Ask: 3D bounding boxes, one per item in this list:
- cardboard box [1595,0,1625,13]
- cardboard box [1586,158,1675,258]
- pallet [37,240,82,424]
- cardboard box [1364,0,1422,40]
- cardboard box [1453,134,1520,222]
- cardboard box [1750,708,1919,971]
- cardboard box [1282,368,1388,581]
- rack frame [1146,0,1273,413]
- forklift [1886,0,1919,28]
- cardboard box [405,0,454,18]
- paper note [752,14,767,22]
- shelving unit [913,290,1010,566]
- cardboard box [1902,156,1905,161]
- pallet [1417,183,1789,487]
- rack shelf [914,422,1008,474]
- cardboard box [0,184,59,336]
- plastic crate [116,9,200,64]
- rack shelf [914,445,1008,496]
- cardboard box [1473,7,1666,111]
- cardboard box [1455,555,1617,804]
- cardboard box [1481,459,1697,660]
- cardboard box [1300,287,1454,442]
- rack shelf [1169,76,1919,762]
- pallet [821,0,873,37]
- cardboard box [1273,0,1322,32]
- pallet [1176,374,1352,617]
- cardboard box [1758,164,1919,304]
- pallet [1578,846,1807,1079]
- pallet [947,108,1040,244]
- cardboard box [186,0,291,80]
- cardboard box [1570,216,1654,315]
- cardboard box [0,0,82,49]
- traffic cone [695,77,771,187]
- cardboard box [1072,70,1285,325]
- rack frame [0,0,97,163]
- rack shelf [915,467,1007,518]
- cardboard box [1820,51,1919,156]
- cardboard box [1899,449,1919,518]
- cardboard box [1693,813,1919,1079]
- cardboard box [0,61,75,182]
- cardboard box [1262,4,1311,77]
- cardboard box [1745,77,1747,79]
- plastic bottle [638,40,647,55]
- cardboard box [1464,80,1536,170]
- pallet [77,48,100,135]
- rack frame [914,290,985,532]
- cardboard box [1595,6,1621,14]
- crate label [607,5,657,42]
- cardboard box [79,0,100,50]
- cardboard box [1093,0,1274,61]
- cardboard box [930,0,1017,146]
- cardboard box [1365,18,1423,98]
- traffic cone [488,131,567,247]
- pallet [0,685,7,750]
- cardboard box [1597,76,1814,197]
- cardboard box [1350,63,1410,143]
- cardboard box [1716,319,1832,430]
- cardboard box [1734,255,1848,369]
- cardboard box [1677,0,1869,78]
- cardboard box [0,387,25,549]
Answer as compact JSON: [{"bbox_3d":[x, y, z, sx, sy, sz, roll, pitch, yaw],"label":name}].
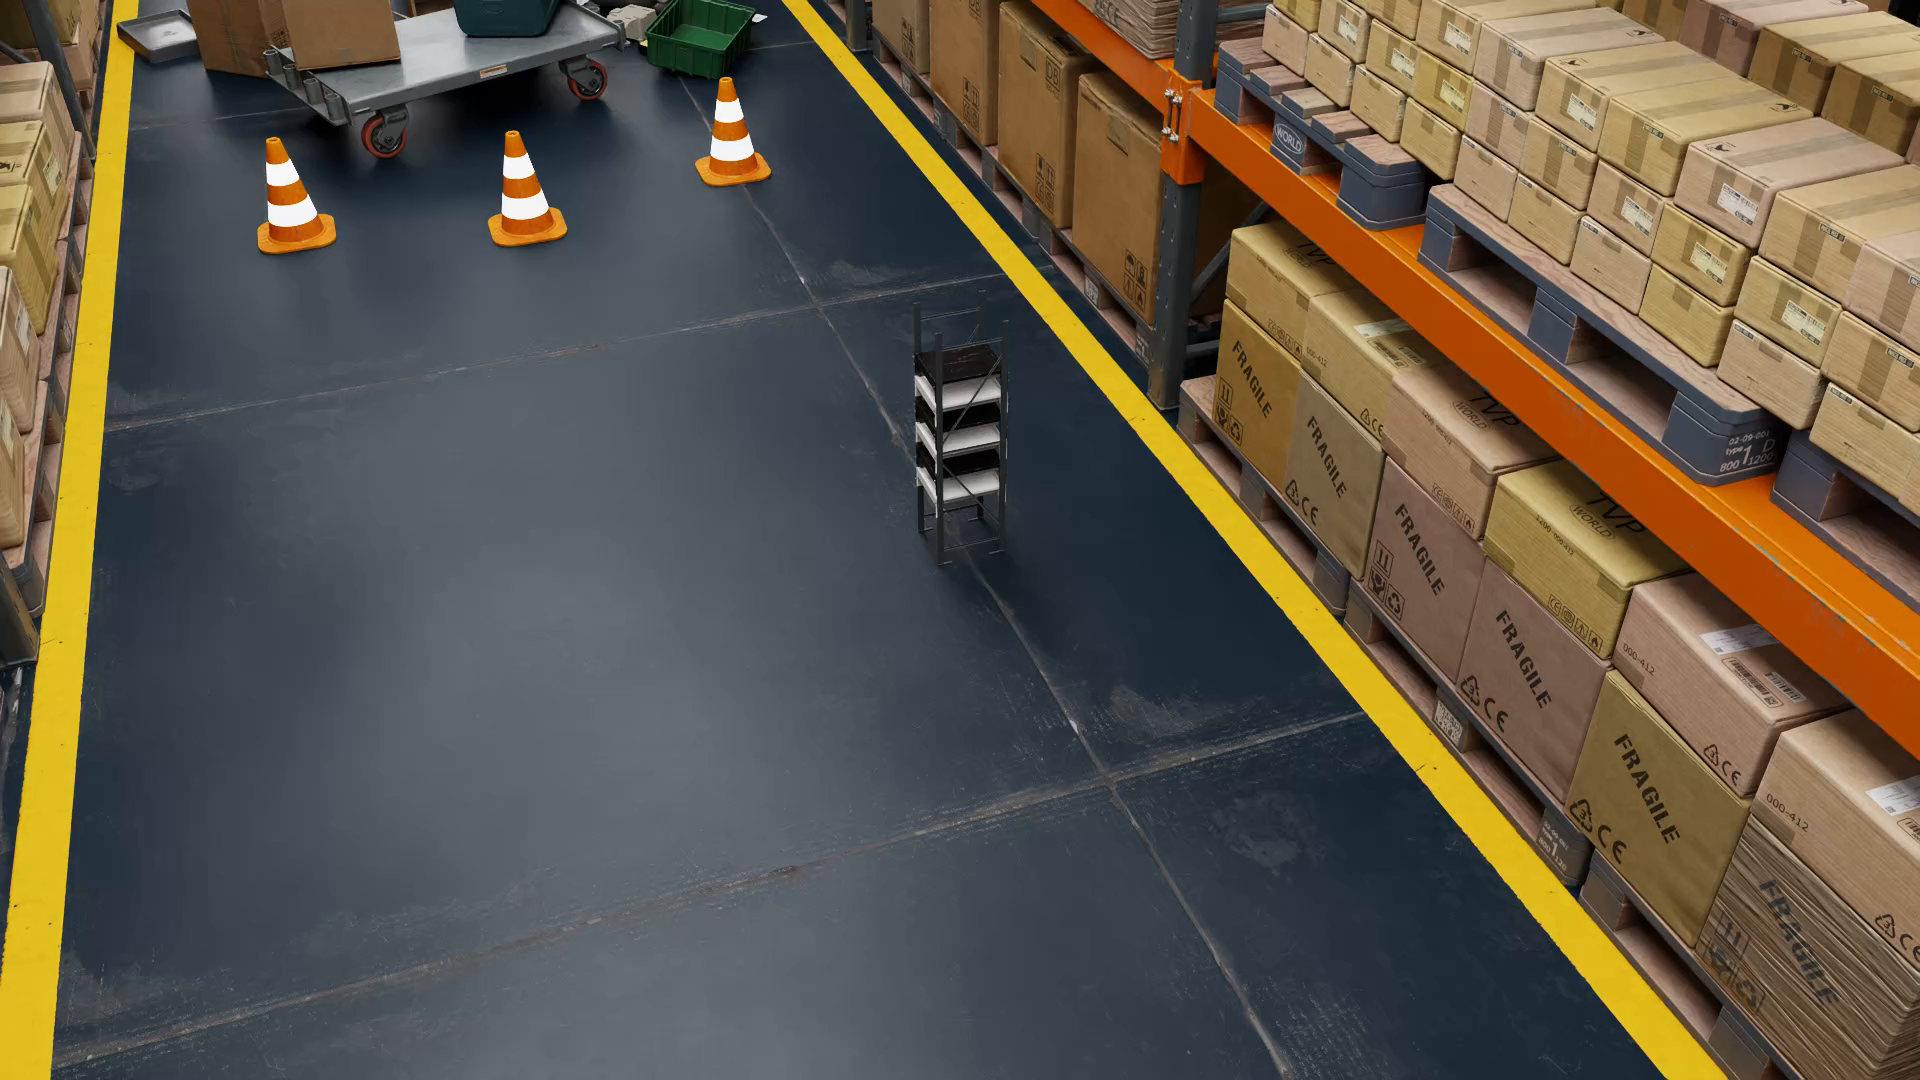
[{"bbox_3d":[1.993,-1.657,4.822,0.380,0.149,0.250,-11,38,-15],"label":"cardboard box"},{"bbox_3d":[1.738,-0.817,3.954,0.380,0.149,0.250,-11,38,-14],"label":"cardboard box"},{"bbox_3d":[-4.077,-0.759,6.582,1.003,0.211,1.213,-12,39,-16],"label":"pallet"},{"bbox_3d":[1.371,-1.538,4.664,0.380,0.149,0.250,-13,39,-16],"label":"cardboard box"},{"bbox_3d":[1.557,-0.991,4.433,0.380,0.149,0.250,-11,38,-14],"label":"cardboard box"},{"bbox_3d":[2.102,0.598,3.568,0.500,0.250,0.500,-13,39,-17],"label":"cardboard box"},{"bbox_3d":[1.399,-0.258,5.328,0.500,0.500,0.500,-12,39,-15],"label":"cardboard box"},{"bbox_3d":[1.219,-1.825,5.679,1.000,3.000,0.127,-12,39,-16],"label":"rack frame"},{"bbox_3d":[3.504,-1.576,5.406,1.130,2.935,3.031,9,38,11],"label":"forklift"},{"bbox_3d":[-2.836,-3.324,9.632,0.797,0.637,0.503,-12,39,-16],"label":"cardboard box"},{"bbox_3d":[-1.239,-3.091,9.827,0.142,0.020,0.147,19,41,23],"label":"paper note"},{"bbox_3d":[0.003,-0.355,5.473,0.258,0.900,0.210,-12,39,-16],"label":"shelving unit"},{"bbox_3d":[2.352,-0.952,4.133,0.380,0.149,0.250,-13,39,-17],"label":"cardboard box"},{"bbox_3d":[1.939,-0.638,4.264,1.003,0.211,1.213,-12,39,-16],"label":"pallet"},{"bbox_3d":[0.003,-0.328,5.493,0.258,0.077,0.200,-12,39,-16],"label":"rack shelf"},{"bbox_3d":[-4.096,-1.027,6.455,0.950,0.372,0.625,-11,38,-14],"label":"cardboard box"},{"bbox_3d":[-4.541,-2.893,9.524,0.402,0.080,0.583,-27,45,-31],"label":"plastic crate"},{"bbox_3d":[0.003,-0.256,5.547,0.258,0.077,0.200,-12,39,-16],"label":"rack shelf"},{"bbox_3d":[1.557,-1.235,4.262,0.380,0.149,0.250,-11,38,-14],"label":"cardboard box"},{"bbox_3d":[1.756,0.319,4.562,0.500,0.500,0.500,-13,39,-17],"label":"cardboard box"},{"bbox_3d":[1.742,0.009,4.350,0.500,0.250,0.500,-14,39,-18],"label":"cardboard box"},{"bbox_3d":[1.404,-0.567,5.115,0.500,0.250,0.500,-13,39,-16],"label":"cardboard box"},{"bbox_3d":[1.907,-0.407,4.396,1.077,0.370,4.000,-12,39,-16],"label":"rack shelf"},{"bbox_3d":[-0.346,-3.416,10.110,1.003,0.211,1.213,-12,39,-16],"label":"pallet"},{"bbox_3d":[1.197,-1.696,5.121,0.380,0.149,0.250,-11,38,-14],"label":"cardboard box"},{"bbox_3d":[1.487,-0.269,5.932,1.003,0.211,1.213,-12,39,-16],"label":"pallet"},{"bbox_3d":[1.922,-0.642,3.475,0.380,0.149,0.250,-14,39,-17],"label":"cardboard box"},{"bbox_3d":[2.326,1.109,4.102,1.003,0.211,1.213,-12,39,-16],"label":"pallet"},{"bbox_3d":[0.602,-1.860,8.044,1.003,0.211,1.213,-12,39,-16],"label":"pallet"},{"bbox_3d":[-3.861,-2.892,9.172,0.500,0.500,0.500,12,39,16],"label":"cardboard box"},{"bbox_3d":[1.730,-0.702,4.048,0.380,0.149,0.250,-14,39,-17],"label":"cardboard box"},{"bbox_3d":[-4.720,-2.760,8.235,0.500,0.500,0.500,-11,38,-14],"label":"cardboard box"},{"bbox_3d":[-1.114,-2.001,8.021,0.336,0.463,0.334,-12,39,-16],"label":"traffic cone"},{"bbox_3d":[1.094,-1.456,6.711,1.050,0.750,0.750,-13,39,-17],"label":"cardboard box"},{"bbox_3d":[-4.770,-3.002,7.243,1.000,3.000,0.127,-12,39,-16],"label":"rack frame"},{"bbox_3d":[0.003,-0.184,5.602,0.258,0.077,0.200,-12,39,-16],"label":"rack shelf"},{"bbox_3d":[2.350,-1.069,4.042,0.380,0.149,0.250,-11,38,-15],"label":"cardboard box"},{"bbox_3d":[2.099,-0.103,3.254,0.380,0.149,0.250,-13,39,-16],"label":"cardboard box"},{"bbox_3d":[2.104,0.900,3.791,0.500,0.500,0.500,-13,39,-17],"label":"cardboard box"},{"bbox_3d":[-4.588,-1.825,7.514,0.950,0.372,0.625,-12,39,-15],"label":"cardboard box"},{"bbox_3d":[1.184,-1.597,5.237,0.380,0.149,0.250,-13,39,-17],"label":"cardboard box"},{"bbox_3d":[2.172,-1.245,4.522,0.380,0.149,0.250,-13,39,-16],"label":"cardboard box"},{"bbox_3d":[-1.670,-2.754,9.355,0.283,0.061,0.133,27,44,31],"label":"plastic bottle"},{"bbox_3d":[1.559,-1.110,4.343,0.380,0.149,0.250,-12,39,-16],"label":"cardboard box"},{"bbox_3d":[-5.035,-2.260,8.576,1.003,0.211,1.213,-12,39,-16],"label":"pallet"},{"bbox_3d":[-0.032,-0.412,5.549,0.240,0.900,0.006,-12,39,-16],"label":"rack frame"},{"bbox_3d":[2.003,-1.527,4.897,0.380,0.149,0.250,-12,39,-15],"label":"cardboard box"},{"bbox_3d":[-1.892,-2.987,9.601,0.250,0.136,0.298,19,41,23],"label":"crate label"},{"bbox_3d":[-4.914,-2.760,8.858,0.500,0.250,0.500,-10,38,-13],"label":"cardboard box"},{"bbox_3d":[0.812,-2.063,5.913,0.500,0.500,0.500,-12,39,-16],"label":"cardboard box"},{"bbox_3d":[0.469,-2.476,8.064,1.050,0.750,0.750,-12,39,-16],"label":"cardboard box"},{"bbox_3d":[1.387,-1.393,4.719,0.380,0.149,0.250,-14,39,-17],"label":"cardboard box"},{"bbox_3d":[-1.990,-1.622,7.518,0.336,0.463,0.334,-12,39,-16],"label":"traffic cone"},{"bbox_3d":[-3.193,0.832,4.470,1.003,0.211,1.213,-12,39,-16],"label":"pallet"},{"bbox_3d":[1.732,-0.945,3.876,0.380,0.149,0.250,-13,39,-17],"label":"cardboard box"},{"bbox_3d":[1.369,-1.293,4.834,0.380,0.149,0.250,-11,38,-14],"label":"cardboard box"},{"bbox_3d":[1.912,-0.401,3.649,0.380,0.149,0.250,-14,39,-18],"label":"cardboard box"},{"bbox_3d":[1.912,-0.525,3.567,0.380,0.149,0.250,-14,39,-18],"label":"cardboard box"},{"bbox_3d":[2.165,-1.370,4.441,0.380,0.149,0.250,-12,39,-16],"label":"cardboard box"},{"bbox_3d":[-3.579,-0.182,5.334,0.950,0.372,0.625,-15,40,-19],"label":"cardboard box"}]
